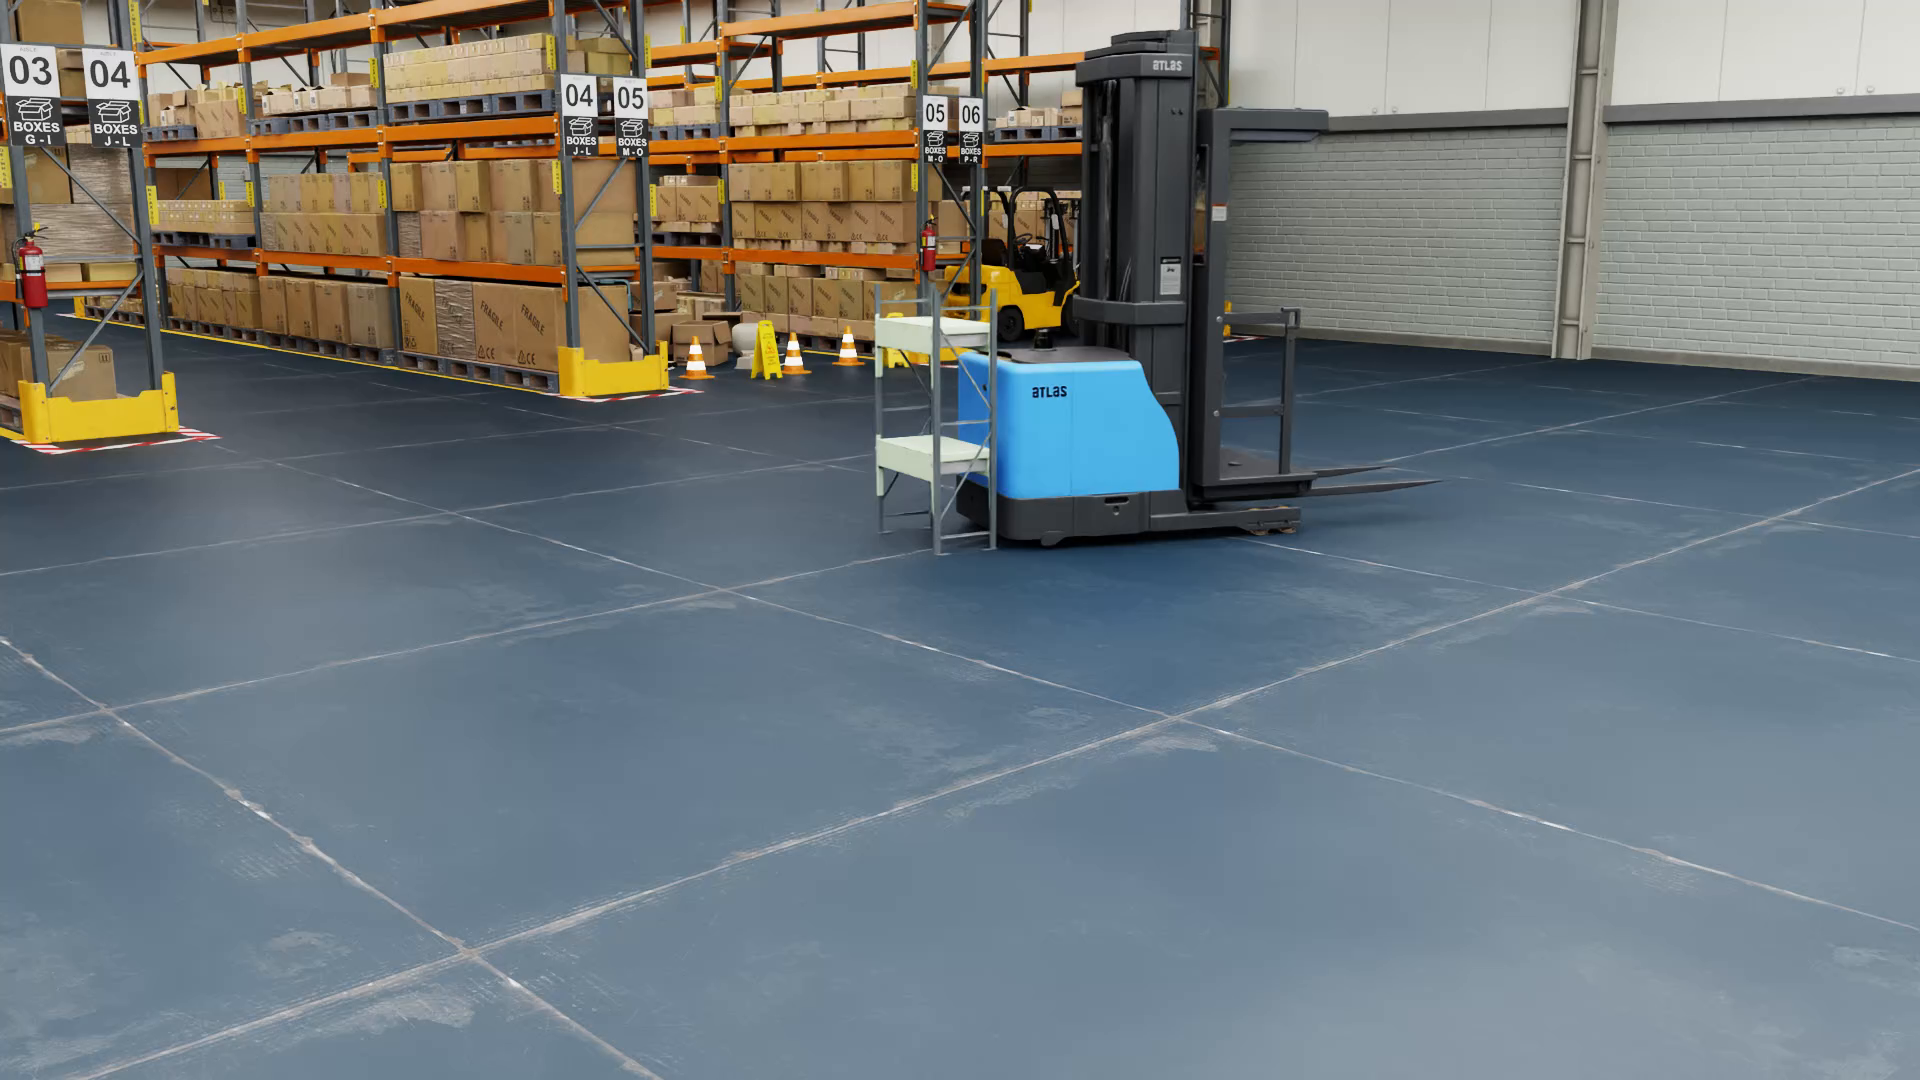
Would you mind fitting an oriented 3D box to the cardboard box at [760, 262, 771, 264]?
[{"bbox_3d":[-3.489,-5.131,30.931,0.250,0.149,0.380,11,16,42],"label":"cardboard box"}]

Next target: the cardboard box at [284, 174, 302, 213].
[{"bbox_3d":[-8.514,-4.599,22.077,0.700,0.500,0.500,-11,16,-43],"label":"cardboard box"}]

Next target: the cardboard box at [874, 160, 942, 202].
[{"bbox_3d":[-0.643,-4.467,20.696,0.500,0.500,0.700,11,16,44],"label":"cardboard box"}]

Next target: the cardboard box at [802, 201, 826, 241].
[{"bbox_3d":[-1.728,-4.198,21.867,0.500,0.500,0.500,-11,16,-42],"label":"cardboard box"}]

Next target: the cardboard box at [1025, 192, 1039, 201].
[{"bbox_3d":[1.231,-5.325,25.733,0.380,0.149,0.250,-10,16,-41],"label":"cardboard box"}]

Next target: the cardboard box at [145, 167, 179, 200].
[{"bbox_3d":[-12.450,-5.500,25.712,0.500,0.500,0.500,11,16,43],"label":"cardboard box"}]

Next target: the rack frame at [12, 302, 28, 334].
[{"bbox_3d":[-10.062,-2.941,16.753,1.000,3.000,0.127,-11,16,-43],"label":"rack frame"}]

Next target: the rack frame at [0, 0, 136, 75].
[{"bbox_3d":[-7.300,-5.296,13.314,1.000,3.000,0.127,-11,16,-43],"label":"rack frame"}]

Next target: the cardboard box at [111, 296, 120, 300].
[{"bbox_3d":[-13.784,-4.062,27.483,0.250,0.149,0.380,11,16,42],"label":"cardboard box"}]

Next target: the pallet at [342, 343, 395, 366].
[{"bbox_3d":[-6.992,-2.354,20.813,1.003,0.211,1.213,-11,16,-43],"label":"pallet"}]

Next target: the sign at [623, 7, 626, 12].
[{"bbox_3d":[-5.271,-8.417,25.956,0.100,0.325,0.005,-11,16,-43],"label":"sign"}]

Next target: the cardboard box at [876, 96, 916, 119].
[{"bbox_3d":[-0.680,-5.317,20.485,0.500,0.250,0.500,-11,16,-43],"label":"cardboard box"}]

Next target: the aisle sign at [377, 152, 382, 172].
[{"bbox_3d":[-11.007,-7.400,31.955,0.394,0.787,0.004,-11,16,-43],"label":"aisle sign"}]

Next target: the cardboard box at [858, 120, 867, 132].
[{"bbox_3d":[-1.062,-5.219,20.999,0.380,0.149,0.250,-11,16,-42],"label":"cardboard box"}]

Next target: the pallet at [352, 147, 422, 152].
[{"bbox_3d":[-10.662,-7.392,31.144,1.003,0.211,1.213,-11,16,-43],"label":"pallet"}]

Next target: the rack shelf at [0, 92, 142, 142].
[{"bbox_3d":[-8.681,-3.766,15.106,1.077,0.370,4.000,-11,16,-43],"label":"rack shelf"}]

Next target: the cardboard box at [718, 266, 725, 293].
[{"bbox_3d":[-4.286,-4.985,31.828,0.500,0.500,0.500,-11,16,-43],"label":"cardboard box"}]

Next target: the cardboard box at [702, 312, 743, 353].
[{"bbox_3d":[-3.139,-2.753,22.029,0.500,0.500,0.500,-1,12,-4],"label":"cardboard box"}]

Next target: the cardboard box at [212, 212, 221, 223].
[{"bbox_3d":[-10.207,-4.515,23.237,0.380,0.149,0.250,-10,16,-41],"label":"cardboard box"}]

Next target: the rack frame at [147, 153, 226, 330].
[{"bbox_3d":[-11.929,-4.785,25.703,1.000,3.000,0.127,-11,16,-43],"label":"rack frame"}]

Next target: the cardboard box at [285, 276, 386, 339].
[{"bbox_3d":[-8.205,-3.077,21.945,1.050,0.750,0.750,-11,16,-42],"label":"cardboard box"}]

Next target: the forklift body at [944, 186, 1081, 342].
[{"bbox_3d":[0.826,-4.037,24.178,2.313,2.155,1.214,-11,16,-43],"label":"forklift body"}]

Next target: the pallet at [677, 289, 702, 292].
[{"bbox_3d":[-5.305,-4.916,33.252,1.003,0.211,1.213,-11,16,-43],"label":"pallet"}]

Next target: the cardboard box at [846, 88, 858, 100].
[{"bbox_3d":[-1.221,-5.642,21.074,0.380,0.149,0.250,-11,16,-43],"label":"cardboard box"}]

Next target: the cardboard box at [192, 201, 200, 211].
[{"bbox_3d":[-10.728,-4.772,23.747,0.380,0.149,0.250,-10,15,-40],"label":"cardboard box"}]

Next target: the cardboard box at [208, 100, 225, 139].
[{"bbox_3d":[-10.100,-5.838,23.135,0.500,0.500,0.500,-11,16,-43],"label":"cardboard box"}]

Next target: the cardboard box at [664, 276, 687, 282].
[{"bbox_3d":[-5.675,-5.141,33.165,0.396,0.266,0.258,-10,15,-41],"label":"cardboard box"}]

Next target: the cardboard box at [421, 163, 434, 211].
[{"bbox_3d":[-5.711,-4.097,19.317,0.875,0.550,0.550,-11,16,-43],"label":"cardboard box"}]

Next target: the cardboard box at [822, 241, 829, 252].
[{"bbox_3d":[-1.587,-3.866,21.864,0.380,0.149,0.250,-11,16,-43],"label":"cardboard box"}]

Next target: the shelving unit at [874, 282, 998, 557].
[{"bbox_3d":[-0.148,-0.725,9.715,0.431,1.500,0.755,-6,13,-28],"label":"shelving unit"}]

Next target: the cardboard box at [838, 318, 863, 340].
[{"bbox_3d":[-1.237,-2.754,21.621,0.500,0.250,0.500,-11,16,-42],"label":"cardboard box"}]

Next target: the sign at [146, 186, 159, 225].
[{"bbox_3d":[-6.907,-2.857,14.199,0.100,0.325,0.005,-11,16,-43],"label":"sign"}]

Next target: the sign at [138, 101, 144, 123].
[{"bbox_3d":[-12.317,-6.431,24.976,0.100,0.325,0.005,-11,16,-43],"label":"sign"}]

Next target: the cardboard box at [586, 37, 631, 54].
[{"bbox_3d":[-3.643,-5.118,17.244,0.380,0.149,0.250,-11,16,-42],"label":"cardboard box"}]

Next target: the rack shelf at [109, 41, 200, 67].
[{"bbox_3d":[-13.311,-7.661,26.588,1.077,0.370,4.000,-11,16,-43],"label":"rack shelf"}]

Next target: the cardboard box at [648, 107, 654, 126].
[{"bbox_3d":[-4.583,-6.207,24.915,0.797,0.503,0.637,-11,16,-43],"label":"cardboard box"}]

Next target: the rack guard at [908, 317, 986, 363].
[{"bbox_3d":[-0.185,-2.525,20.929,1.175,0.500,0.348,-11,16,-43],"label":"rack guard"}]

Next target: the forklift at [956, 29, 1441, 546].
[{"bbox_3d":[1.548,-1.559,10.215,3.031,2.935,1.130,-4,12,-19],"label":"forklift"}]

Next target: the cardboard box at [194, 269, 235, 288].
[{"bbox_3d":[-10.892,-3.837,24.396,0.500,0.250,0.500,-10,15,-40],"label":"cardboard box"}]

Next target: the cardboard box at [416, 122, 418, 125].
[{"bbox_3d":[-9.374,-7.456,29.691,0.797,0.503,0.637,-9,15,-38],"label":"cardboard box"}]

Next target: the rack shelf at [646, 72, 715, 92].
[{"bbox_3d":[-6.213,-9.058,33.367,1.077,0.370,4.000,-11,16,-43],"label":"rack shelf"}]

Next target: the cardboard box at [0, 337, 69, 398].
[{"bbox_3d":[-8.575,-1.609,15.440,0.500,0.500,0.500,-9,15,-37],"label":"cardboard box"}]

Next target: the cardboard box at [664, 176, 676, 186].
[{"bbox_3d":[-4.068,-5.212,24.140,0.250,0.149,0.380,11,16,43],"label":"cardboard box"}]

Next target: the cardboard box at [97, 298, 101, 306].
[{"bbox_3d":[-14.321,-4.030,28.065,0.380,0.149,0.250,-11,16,-43],"label":"cardboard box"}]

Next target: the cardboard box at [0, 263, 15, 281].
[{"bbox_3d":[-8.028,-2.313,14.327,0.380,0.149,0.250,-11,16,-43],"label":"cardboard box"}]

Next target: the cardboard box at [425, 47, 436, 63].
[{"bbox_3d":[-5.694,-5.360,18.417,0.380,0.149,0.250,-11,16,-42],"label":"cardboard box"}]

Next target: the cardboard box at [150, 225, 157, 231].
[{"bbox_3d":[-11.990,-4.746,25.096,0.250,0.149,0.380,11,16,42],"label":"cardboard box"}]

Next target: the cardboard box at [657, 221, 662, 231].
[{"bbox_3d":[-4.251,-4.645,24.605,0.250,0.149,0.380,11,16,43],"label":"cardboard box"}]

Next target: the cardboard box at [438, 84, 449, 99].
[{"bbox_3d":[-5.518,-4.932,18.318,0.380,0.149,0.250,-11,16,-43],"label":"cardboard box"}]

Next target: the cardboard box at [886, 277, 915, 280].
[{"bbox_3d":[-0.870,-3.200,21.924,0.500,0.500,0.500,11,16,43],"label":"cardboard box"}]

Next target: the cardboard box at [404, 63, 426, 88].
[{"bbox_3d":[-5.920,-5.230,18.774,0.500,0.250,0.500,-11,16,-43],"label":"cardboard box"}]

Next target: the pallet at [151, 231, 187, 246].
[{"bbox_3d":[-11.507,-4.559,25.083,1.003,0.211,1.213,-11,16,-43],"label":"pallet"}]

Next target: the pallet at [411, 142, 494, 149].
[{"bbox_3d":[-8.976,-7.036,29.416,1.003,0.211,1.213,-11,16,-43],"label":"pallet"}]

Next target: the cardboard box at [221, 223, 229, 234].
[{"bbox_3d":[-10.010,-4.328,23.069,0.380,0.149,0.250,-11,16,-43],"label":"cardboard box"}]

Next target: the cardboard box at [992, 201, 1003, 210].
[{"bbox_3d":[0.723,-5.298,26.337,0.380,0.149,0.250,-11,16,-43],"label":"cardboard box"}]
